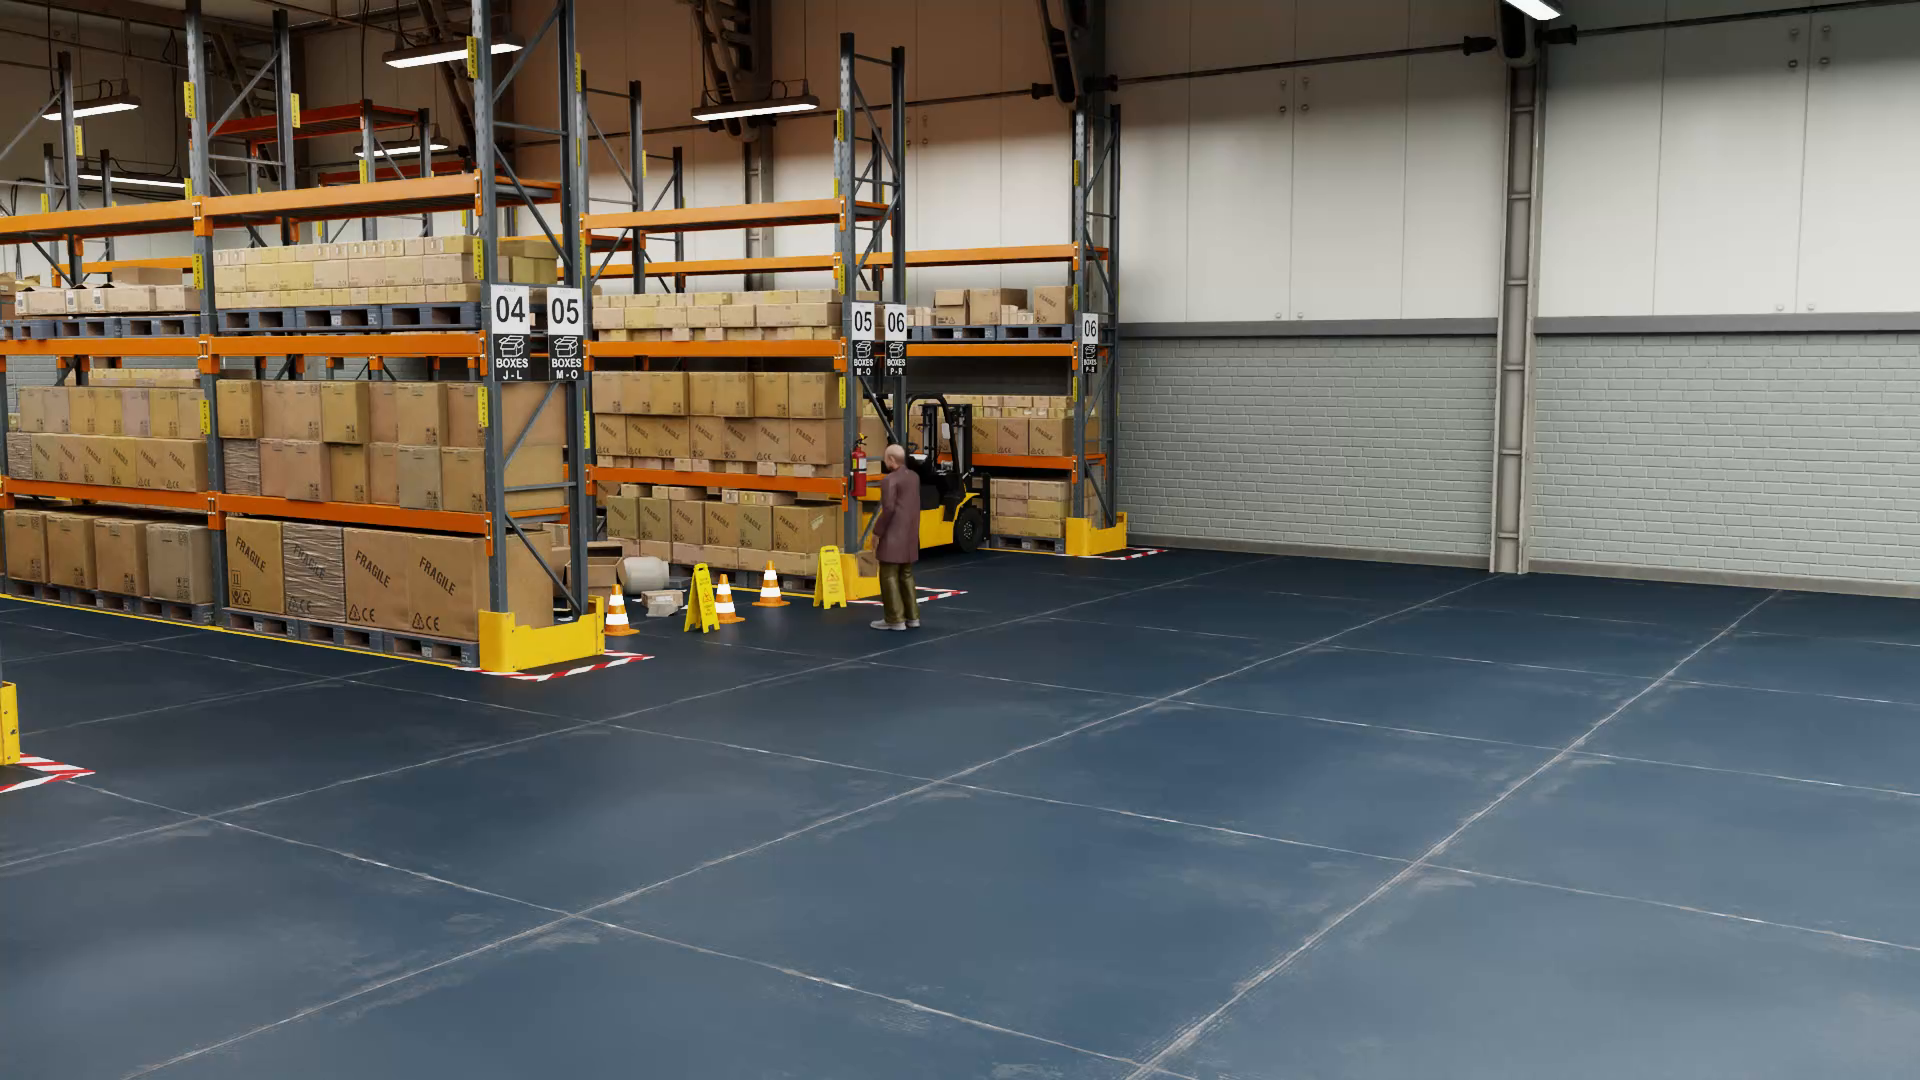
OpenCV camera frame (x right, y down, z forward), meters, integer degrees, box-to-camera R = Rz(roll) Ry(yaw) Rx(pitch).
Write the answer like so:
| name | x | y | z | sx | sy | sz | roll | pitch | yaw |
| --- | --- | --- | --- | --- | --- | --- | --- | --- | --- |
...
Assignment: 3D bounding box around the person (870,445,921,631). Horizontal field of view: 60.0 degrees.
| name | x | y | z | sx | sy | sz | roll | pitch | yaw |
| --- | --- | --- | --- | --- | --- | --- | --- | --- | --- |
| person | -0.609 | -0.031 | 16.022 | 0.424 | 1.779 | 0.587 | 4 | 7 | 32 |
